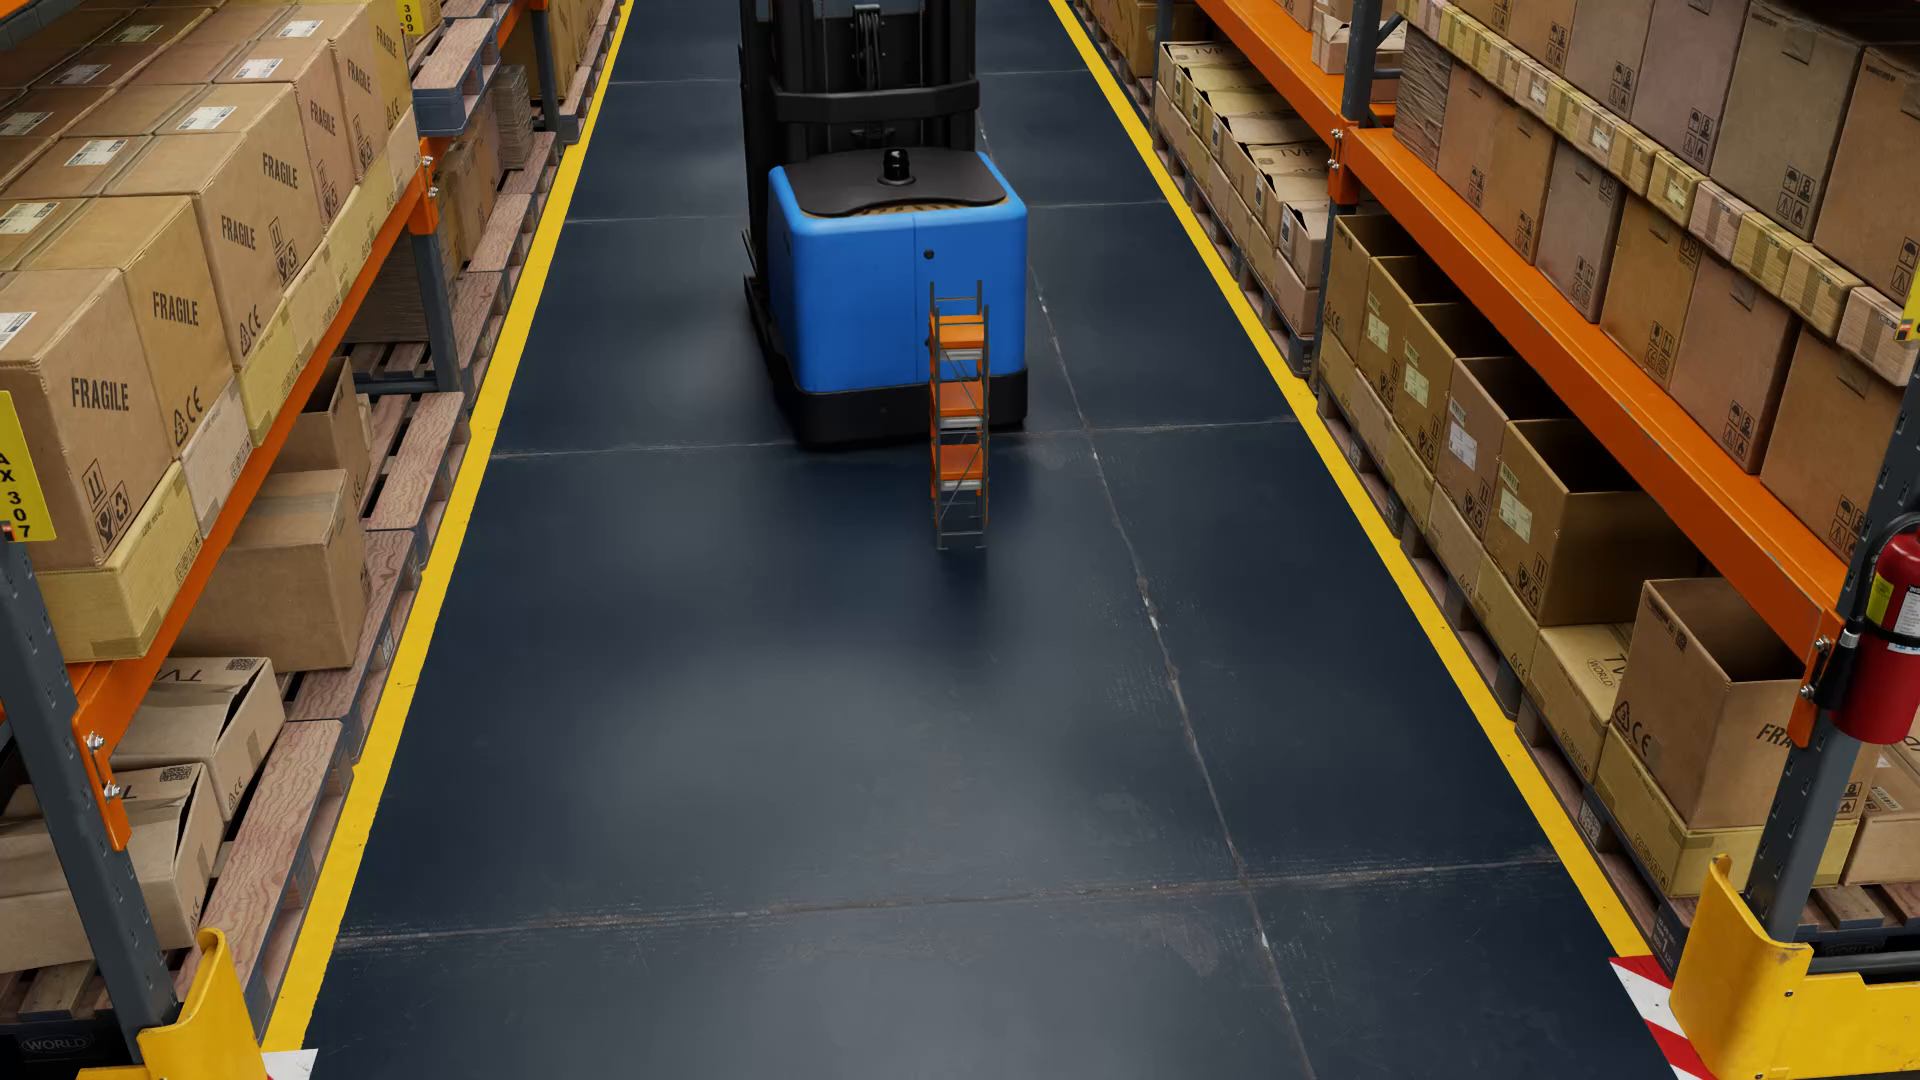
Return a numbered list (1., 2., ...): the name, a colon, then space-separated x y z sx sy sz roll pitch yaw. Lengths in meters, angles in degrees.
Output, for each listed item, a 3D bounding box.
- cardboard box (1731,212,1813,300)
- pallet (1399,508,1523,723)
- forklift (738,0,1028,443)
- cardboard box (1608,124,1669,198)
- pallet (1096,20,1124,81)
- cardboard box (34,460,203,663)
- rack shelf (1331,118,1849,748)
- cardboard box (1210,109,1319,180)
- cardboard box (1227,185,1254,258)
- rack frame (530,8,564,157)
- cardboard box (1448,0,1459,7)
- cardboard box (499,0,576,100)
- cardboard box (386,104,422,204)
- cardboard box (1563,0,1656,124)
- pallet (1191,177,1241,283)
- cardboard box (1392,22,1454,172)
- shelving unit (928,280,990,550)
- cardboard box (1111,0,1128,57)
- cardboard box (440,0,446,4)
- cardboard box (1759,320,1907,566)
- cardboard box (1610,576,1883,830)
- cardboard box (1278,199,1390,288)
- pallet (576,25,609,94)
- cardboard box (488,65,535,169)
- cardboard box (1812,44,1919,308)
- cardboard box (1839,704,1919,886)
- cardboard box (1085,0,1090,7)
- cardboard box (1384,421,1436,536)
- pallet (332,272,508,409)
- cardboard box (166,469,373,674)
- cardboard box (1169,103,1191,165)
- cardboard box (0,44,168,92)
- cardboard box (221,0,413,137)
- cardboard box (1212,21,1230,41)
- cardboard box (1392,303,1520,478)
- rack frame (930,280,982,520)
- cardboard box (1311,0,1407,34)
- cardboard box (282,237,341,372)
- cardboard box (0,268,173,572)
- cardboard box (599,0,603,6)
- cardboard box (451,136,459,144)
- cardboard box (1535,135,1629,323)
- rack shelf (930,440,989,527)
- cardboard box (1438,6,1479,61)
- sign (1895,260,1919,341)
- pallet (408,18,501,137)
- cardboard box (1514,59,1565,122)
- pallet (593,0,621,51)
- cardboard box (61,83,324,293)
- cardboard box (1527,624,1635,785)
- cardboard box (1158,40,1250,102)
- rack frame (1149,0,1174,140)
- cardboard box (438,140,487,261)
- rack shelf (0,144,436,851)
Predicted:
1. cardboard box: 2.274 -0.751 4.353 0.380 0.149 0.250 -3 31 -5
2. pallet: 2.325 0.207 6.197 1.003 0.211 1.213 -3 31 -5
3. forklift: -0.524 -2.430 7.960 1.130 2.935 3.031 -7 32 -11
4. cardboard box: 2.201 -1.148 5.017 0.380 0.149 0.250 -2 31 -3
5. pallet: 1.658 -3.872 13.026 1.003 0.211 1.213 -3 31 -5
6. cardboard box: -2.112 0.051 3.867 0.500 0.250 0.500 -4 31 -6
7. rack shelf: 2.362 -0.692 5.685 1.077 0.370 4.000 -3 31 -5
8. cardboard box: 1.709 -2.233 9.288 0.500 0.311 0.500 -3 31 -5
9. cardboard box: 1.754 -1.739 9.009 0.500 0.250 0.500 -2 31 -3
10. rack frame: -3.130 -3.825 10.229 1.000 3.000 0.127 -3 31 -5
11. cardboard box: 2.223 -2.396 6.473 0.700 0.500 0.500 -3 31 -4
12. cardboard box: -3.068 -3.464 11.311 0.750 0.750 0.750 -3 31 -5
13. cardboard box: -2.411 -1.500 6.463 0.500 0.250 0.500 -3 31 -4
14. cardboard box: 2.364 -1.627 5.186 0.700 0.500 0.500 -3 31 -5
15. pallet: 1.950 -1.824 9.597 1.003 0.211 1.213 -3 31 -5
16. cardboard box: 2.223 -1.839 6.806 0.700 0.500 0.500 -4 31 -6
17. shelving unit: -0.005 -0.478 6.527 0.215 1.050 0.252 -3 31 -5
18. cardboard box: 1.432 -3.911 12.380 0.500 0.500 0.500 -4 31 -6
19. cardboard box: -2.908 -2.896 8.148 0.700 0.500 0.500 1 31 2
20. cardboard box: 2.518 -0.262 4.166 0.700 0.500 0.500 -3 31 -5
21. cardboard box: 2.202 0.439 4.631 0.500 0.500 0.500 -3 31 -5
22. cardboard box: 1.852 -1.456 7.987 0.500 0.311 0.500 -3 31 -5
23. pallet: -3.240 -3.656 12.664 1.003 0.211 1.213 -3 31 -5
24. cardboard box: -3.011 -2.576 10.146 0.700 0.500 0.500 -2 31 -4
25. cardboard box: 2.513 -0.846 3.878 0.700 0.500 0.500 -3 31 -4
26. cardboard box: 2.720 0.736 4.865 0.500 0.250 0.500 -3 31 -5
27. cardboard box: 1.291 -4.692 13.688 0.500 0.500 0.500 -2 31 -4
28. cardboard box: 2.000 -0.260 6.531 0.500 0.250 0.500 -3 31 -5
29. pallet: -2.831 -0.983 8.190 1.003 0.211 1.213 -3 31 -5
30. cardboard box: -2.430 0.118 5.636 0.700 0.500 0.500 -5 31 -8
31. cardboard box: 1.606 -2.526 10.326 0.500 0.250 0.500 -4 31 -6
32. cardboard box: -2.835 -1.280 5.363 0.500 0.500 0.500 -2 31 -3
33. cardboard box: -2.405 -1.822 6.271 0.500 0.500 0.500 -3 31 -5
34. cardboard box: 2.043 -3.426 11.569 0.500 0.500 0.500 -1 31 -2
35. cardboard box: 2.000 -0.582 6.339 0.500 0.500 0.500 -3 31 -5
36. rack frame: -0.016 -0.540 6.631 0.200 1.050 0.008 -3 31 -5
37. cardboard box: 2.070 -2.727 8.293 0.500 0.500 0.500 -1 31 -1
38. cardboard box: -2.262 -0.732 5.177 0.500 0.250 0.500 -2 31 -4
39. cardboard box: -2.128 -0.265 3.664 0.500 0.500 0.500 -3 31 -5
40. cardboard box: -3.314 -4.799 13.546 0.750 0.750 0.750 -2 31 -4
41. cardboard box: -2.967 -2.341 9.022 0.500 0.250 0.500 -3 31 -5
42. cardboard box: 2.371 -1.052 5.489 0.700 0.500 0.500 -2 31 -3
43. rack shelf: -0.005 -0.230 6.674 0.215 0.259 0.240 -3 31 -5
44. cardboard box: 2.057 -1.937 6.338 0.380 0.149 0.250 -4 31 -6
45. sign: 2.007 -0.560 3.402 0.100 0.325 0.005 -3 31 -5
46. pallet: -2.683 -2.098 7.524 1.003 0.211 1.213 -3 31 -5
47. cardboard box: 2.132 -1.539 5.672 0.380 0.149 0.250 -4 31 -6
48. pallet: -3.357 -4.280 13.709 1.003 0.211 1.213 -3 31 -5
49. cardboard box: -2.267 -1.045 4.970 0.500 0.500 0.500 -2 31 -3
50. cardboard box: 2.146 0.506 5.250 0.500 0.250 0.500 -3 31 -5
51. cardboard box: 1.558 -3.023 10.612 0.500 0.311 0.500 -2 31 -3
52. rack frame: 1.801 -4.064 10.629 1.000 3.000 0.127 -3 31 -5
53. cardboard box: -2.948 -1.797 8.843 0.700 0.500 0.500 -2 31 -4
54. rack shelf: -2.570 -0.453 5.285 1.077 0.370 4.000 -3 31 -5
